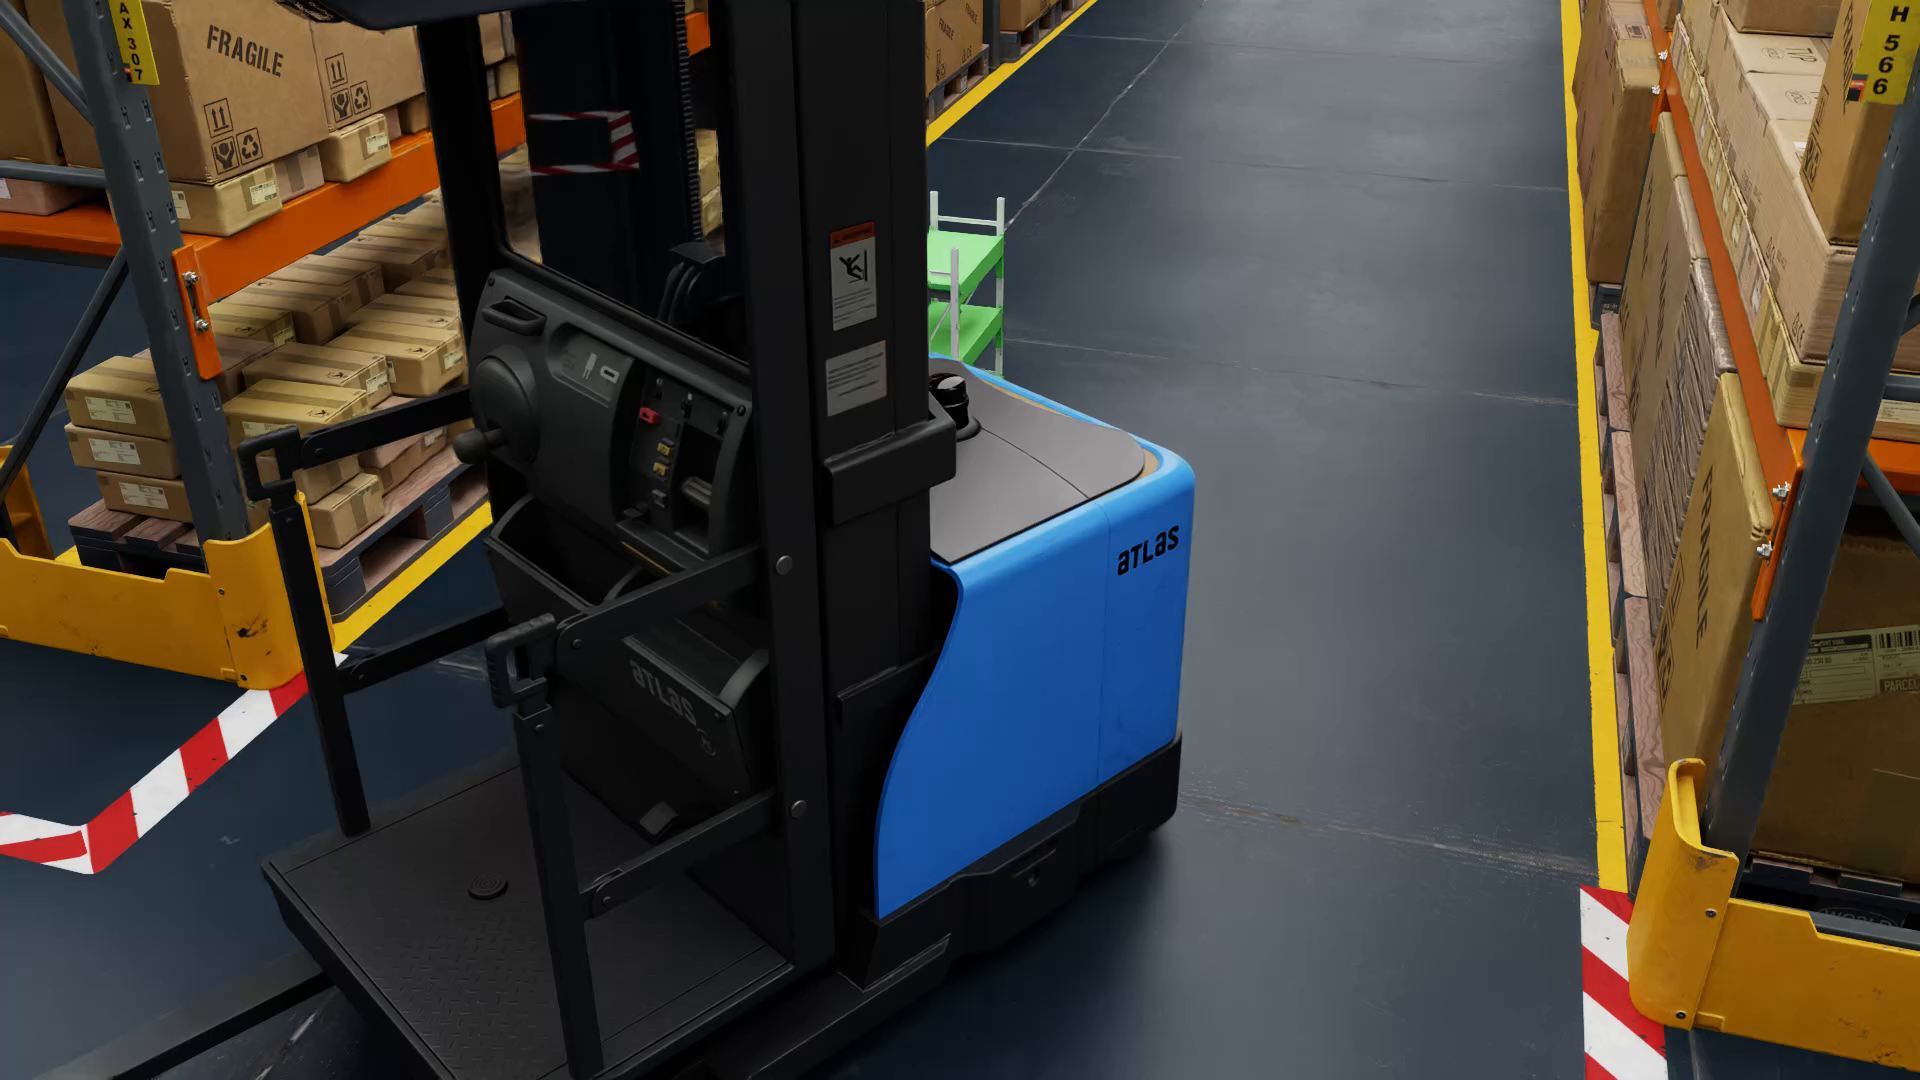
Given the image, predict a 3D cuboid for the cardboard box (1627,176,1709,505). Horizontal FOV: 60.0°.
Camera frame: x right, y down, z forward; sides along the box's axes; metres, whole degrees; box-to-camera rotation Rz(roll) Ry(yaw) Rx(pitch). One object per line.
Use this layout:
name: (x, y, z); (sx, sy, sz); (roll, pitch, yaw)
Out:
cardboard box: (2.788, -0.628, 5.548); (0.875, 0.875, 0.875); (8, 30, 15)

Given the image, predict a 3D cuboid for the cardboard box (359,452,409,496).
cardboard box: (-2.105, -0.252, 5.617); (0.380, 0.149, 0.250); (8, 30, 15)

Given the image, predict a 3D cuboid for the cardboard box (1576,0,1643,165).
cardboard box: (4.005, -2.470, 8.858); (1.225, 0.875, 0.875); (9, 30, 15)

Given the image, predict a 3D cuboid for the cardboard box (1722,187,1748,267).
cardboard box: (2.236, -0.806, 4.371); (0.380, 0.149, 0.250); (8, 30, 14)

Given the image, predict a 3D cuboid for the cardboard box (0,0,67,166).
cardboard box: (-2.678, -1.402, 4.776); (0.500, 0.500, 0.500); (9, 30, 16)

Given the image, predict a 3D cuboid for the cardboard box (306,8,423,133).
cardboard box: (-2.035, -1.578, 5.092); (0.500, 0.500, 0.500); (9, 30, 15)

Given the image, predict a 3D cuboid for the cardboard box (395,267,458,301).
cardboard box: (-1.839, -0.874, 6.124); (0.380, 0.149, 0.250); (10, 31, 17)

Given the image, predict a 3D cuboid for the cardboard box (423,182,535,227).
cardboard box: (-2.061, -1.434, 7.130); (0.380, 0.149, 0.250); (9, 30, 16)

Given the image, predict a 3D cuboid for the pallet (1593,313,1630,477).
pallet: (3.024, -0.526, 6.479); (1.003, 0.211, 1.213); (8, 30, 15)

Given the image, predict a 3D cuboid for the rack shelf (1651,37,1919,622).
rack shelf: (2.735, -0.843, 4.920); (1.077, 0.370, 4.000); (8, 30, 15)

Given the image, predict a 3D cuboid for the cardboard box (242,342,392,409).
cardboard box: (-2.119, -0.521, 5.489); (0.380, 0.149, 0.250); (9, 30, 16)

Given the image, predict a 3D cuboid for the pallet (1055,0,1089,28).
pallet: (0.448, -4.403, 13.447); (1.003, 0.211, 1.213); (8, 30, 15)

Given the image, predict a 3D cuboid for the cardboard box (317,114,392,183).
cardboard box: (-1.990, -1.218, 5.113); (0.380, 0.149, 0.250); (8, 30, 13)

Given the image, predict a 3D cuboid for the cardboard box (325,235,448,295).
cardboard box: (-2.222, -1.060, 6.459); (0.380, 0.149, 0.250); (7, 30, 13)

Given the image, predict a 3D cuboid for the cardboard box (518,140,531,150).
cardboard box: (-1.826, -1.789, 7.769); (0.380, 0.149, 0.250); (10, 31, 17)

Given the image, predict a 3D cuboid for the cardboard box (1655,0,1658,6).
cardboard box: (3.350, -2.616, 7.264); (0.500, 0.500, 0.500); (9, 30, 16)

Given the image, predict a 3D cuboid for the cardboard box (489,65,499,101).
cardboard box: (-1.842, -1.592, 5.784); (0.380, 0.149, 0.250); (8, 30, 14)

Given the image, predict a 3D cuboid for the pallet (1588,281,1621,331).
pallet: (3.477, -1.238, 7.758); (1.003, 0.211, 1.213); (8, 30, 15)

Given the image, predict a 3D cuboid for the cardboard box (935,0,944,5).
cardboard box: (-0.303, -3.528, 10.374); (0.500, 0.250, 0.500); (9, 30, 16)

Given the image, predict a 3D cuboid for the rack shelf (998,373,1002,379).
rack shelf: (-0.049, -0.392, 5.351); (0.258, 0.148, 0.480); (8, 30, 15)

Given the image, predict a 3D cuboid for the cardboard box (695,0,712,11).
cardboard box: (-1.221, -2.430, 7.292); (0.380, 0.149, 0.250); (8, 30, 14)

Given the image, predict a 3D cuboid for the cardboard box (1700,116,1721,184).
cardboard box: (2.461, -1.163, 5.013); (0.380, 0.149, 0.250); (8, 30, 13)

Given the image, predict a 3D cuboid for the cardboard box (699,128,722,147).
cardboard box: (-1.245, -1.837, 7.855); (0.380, 0.149, 0.250); (9, 30, 16)

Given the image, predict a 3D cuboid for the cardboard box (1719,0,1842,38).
cardboard box: (2.637, -1.823, 5.018); (0.500, 0.500, 0.500); (8, 30, 13)

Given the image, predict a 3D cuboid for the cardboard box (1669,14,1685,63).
cardboard box: (2.917, -1.887, 6.315); (0.380, 0.149, 0.250); (9, 30, 15)

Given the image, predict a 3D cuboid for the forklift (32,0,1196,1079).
forklift: (-0.856, -0.213, 3.119); (3.031, 2.935, 1.130); (-24, 37, -36)

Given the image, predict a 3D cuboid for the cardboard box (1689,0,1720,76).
cardboard box: (2.783, -1.740, 5.641); (0.500, 0.250, 0.500); (8, 30, 15)

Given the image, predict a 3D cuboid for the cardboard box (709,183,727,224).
cardboard box: (-1.246, -1.590, 7.717); (0.380, 0.149, 0.250); (7, 30, 12)

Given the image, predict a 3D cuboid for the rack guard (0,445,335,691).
rack guard: (-2.541, 0.074, 5.102); (1.175, 0.500, 0.348); (8, 30, 15)

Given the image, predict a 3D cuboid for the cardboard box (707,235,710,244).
cardboard box: (-1.351, -1.308, 7.516); (0.380, 0.149, 0.250); (7, 30, 13)

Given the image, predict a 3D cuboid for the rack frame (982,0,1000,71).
rack frame: (-0.216, -4.701, 11.114); (1.000, 3.000, 0.127); (8, 30, 15)

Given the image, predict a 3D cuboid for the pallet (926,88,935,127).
pallet: (-0.806, -2.554, 10.124); (1.003, 0.211, 1.213); (8, 30, 15)

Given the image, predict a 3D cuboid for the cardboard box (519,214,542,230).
cardboard box: (-1.558, -1.220, 6.747); (0.380, 0.149, 0.250); (7, 30, 13)

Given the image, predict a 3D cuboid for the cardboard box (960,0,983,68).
cardboard box: (-0.159, -3.449, 11.003); (0.500, 0.500, 0.500); (8, 30, 15)

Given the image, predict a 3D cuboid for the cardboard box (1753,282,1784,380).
cardboard box: (2.013, -0.452, 3.735); (0.380, 0.149, 0.250); (9, 30, 15)

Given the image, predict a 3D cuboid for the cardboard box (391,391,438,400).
cardboard box: (-2.043, -0.503, 5.763); (0.380, 0.149, 0.250); (9, 30, 16)

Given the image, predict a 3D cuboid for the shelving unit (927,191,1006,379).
shelving unit: (-0.049, -0.447, 5.320); (0.258, 1.200, 0.503); (8, 30, 15)

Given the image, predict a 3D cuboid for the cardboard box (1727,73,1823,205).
cardboard box: (2.335, -1.028, 4.360); (0.500, 0.250, 0.500); (7, 30, 13)

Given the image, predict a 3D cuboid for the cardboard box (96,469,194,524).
cardboard box: (-2.609, -0.195, 5.515); (0.380, 0.149, 0.250); (9, 30, 16)

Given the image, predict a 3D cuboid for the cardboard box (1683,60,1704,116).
cardboard box: (2.688, -1.520, 5.655); (0.380, 0.149, 0.250); (8, 30, 13)

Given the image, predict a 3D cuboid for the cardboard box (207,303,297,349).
cardboard box: (-2.567, -0.710, 5.829); (0.380, 0.149, 0.250); (8, 30, 14)

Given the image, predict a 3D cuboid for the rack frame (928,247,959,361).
rack frame: (-0.120, -0.334, 5.116); (0.240, 1.200, 0.015); (8, 30, 15)

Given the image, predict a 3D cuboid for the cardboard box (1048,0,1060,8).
cardboard box: (0.303, -4.578, 12.776); (1.050, 0.750, 0.750); (9, 30, 16)
